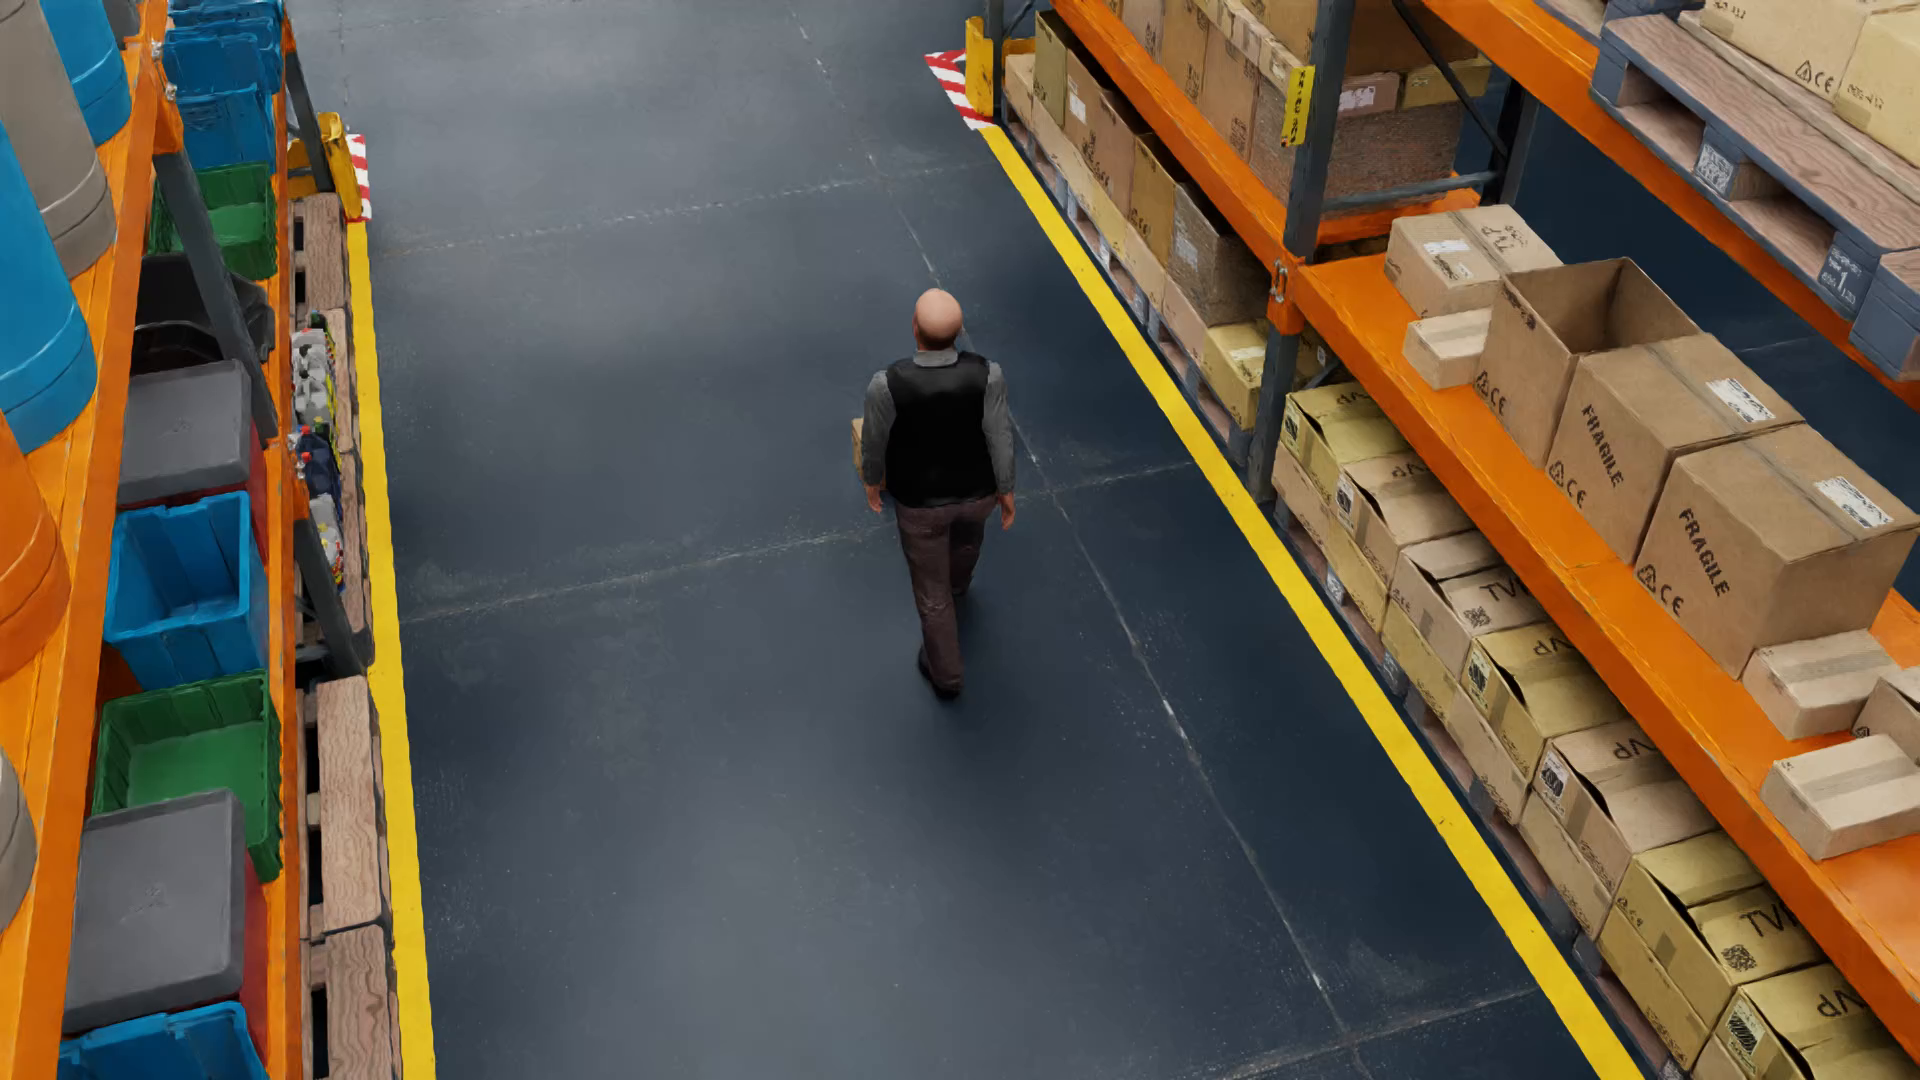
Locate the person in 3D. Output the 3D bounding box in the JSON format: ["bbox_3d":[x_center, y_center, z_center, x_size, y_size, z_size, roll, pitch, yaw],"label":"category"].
[{"bbox_3d":[-0.110,-0.255,6.451,0.563,1.685,0.868,-10,43,-11],"label":"person"}]
